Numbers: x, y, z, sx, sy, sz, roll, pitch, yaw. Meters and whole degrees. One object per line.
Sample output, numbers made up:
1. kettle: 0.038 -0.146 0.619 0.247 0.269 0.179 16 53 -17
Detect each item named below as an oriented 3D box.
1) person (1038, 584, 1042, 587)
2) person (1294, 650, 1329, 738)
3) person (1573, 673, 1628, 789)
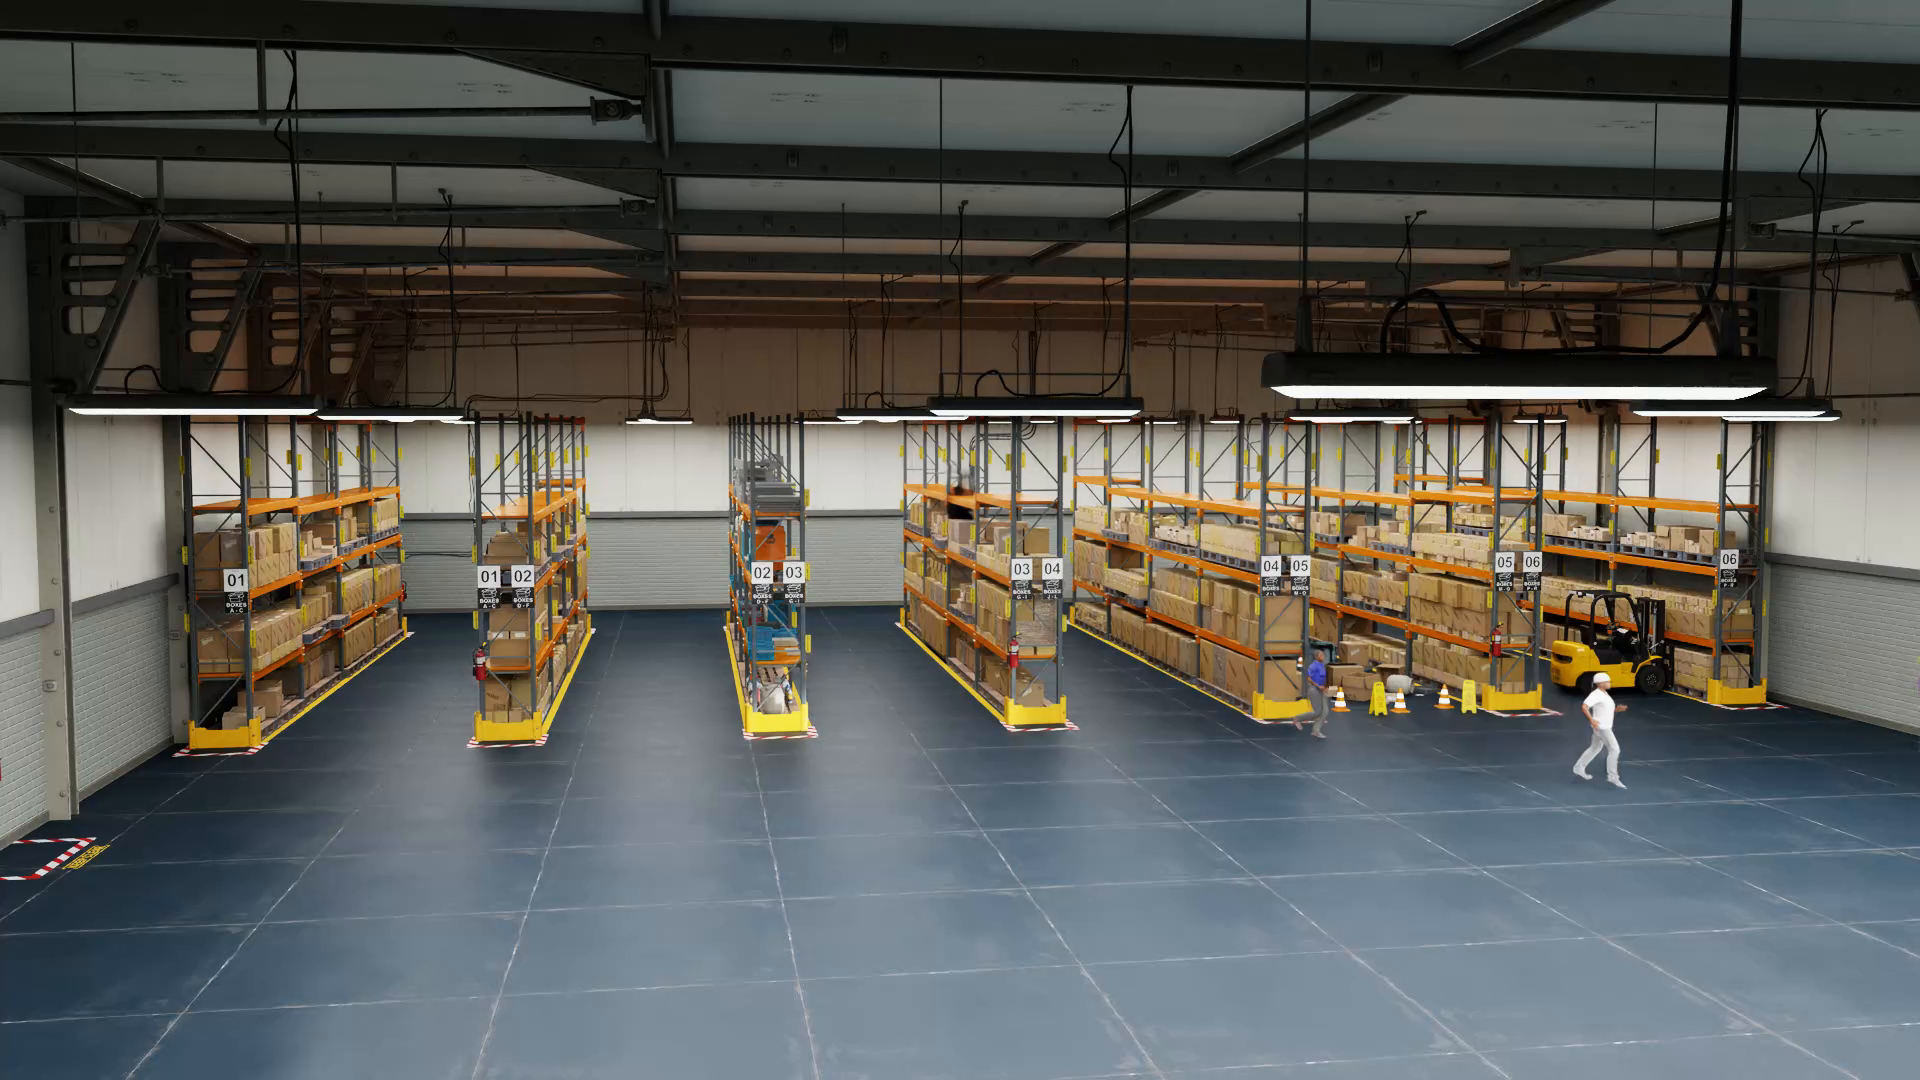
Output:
1. person: 2.514 1.597 49.008 0.776 1.599 0.669 -3 5 -42
2. person: 6.564 2.840 30.854 0.639 1.604 0.580 3 5 35
3. person: 10.231 3.024 26.551 0.820 1.821 0.677 2 4 23
